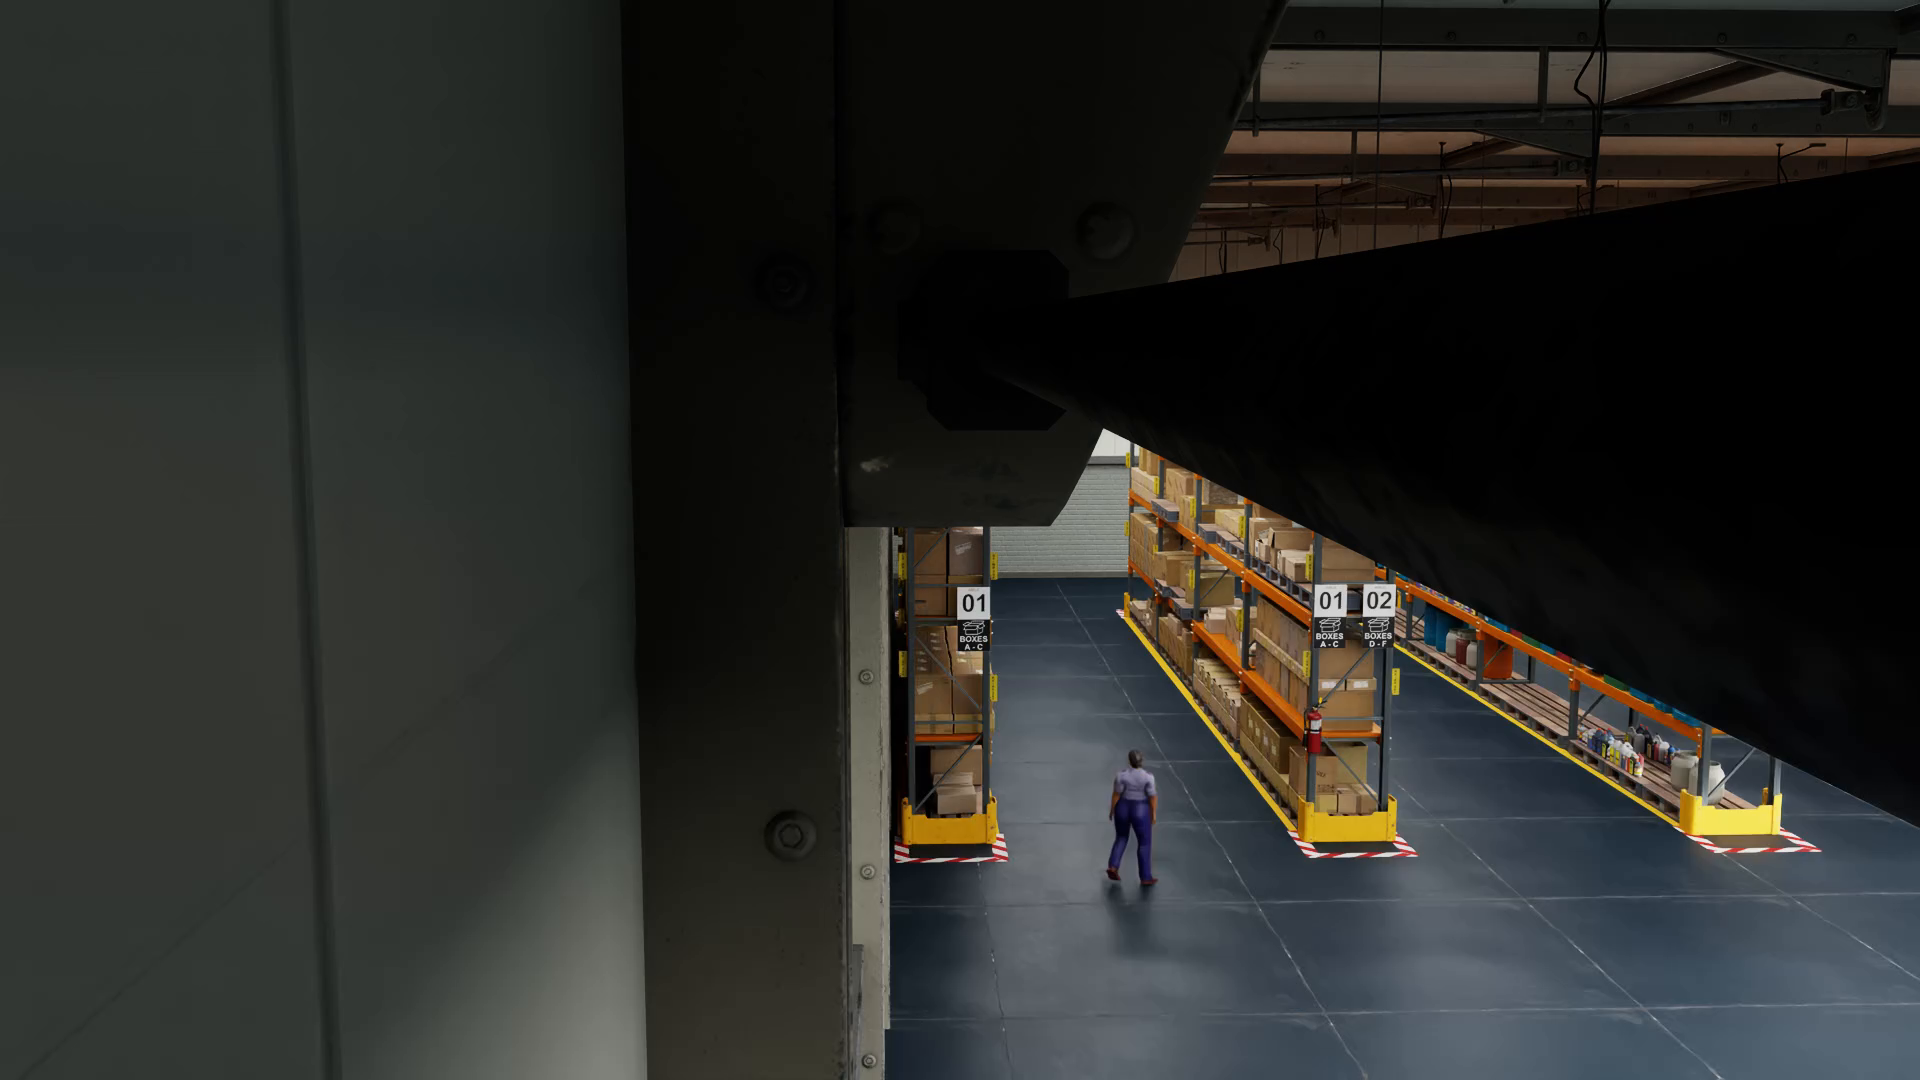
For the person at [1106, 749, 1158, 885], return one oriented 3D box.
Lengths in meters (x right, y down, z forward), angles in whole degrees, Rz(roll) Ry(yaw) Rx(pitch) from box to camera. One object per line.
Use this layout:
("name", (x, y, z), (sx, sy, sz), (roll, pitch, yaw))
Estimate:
("person", (1.971, 3.128, 18.887), (0.567, 1.637, 0.531), (4, 8, 27))
